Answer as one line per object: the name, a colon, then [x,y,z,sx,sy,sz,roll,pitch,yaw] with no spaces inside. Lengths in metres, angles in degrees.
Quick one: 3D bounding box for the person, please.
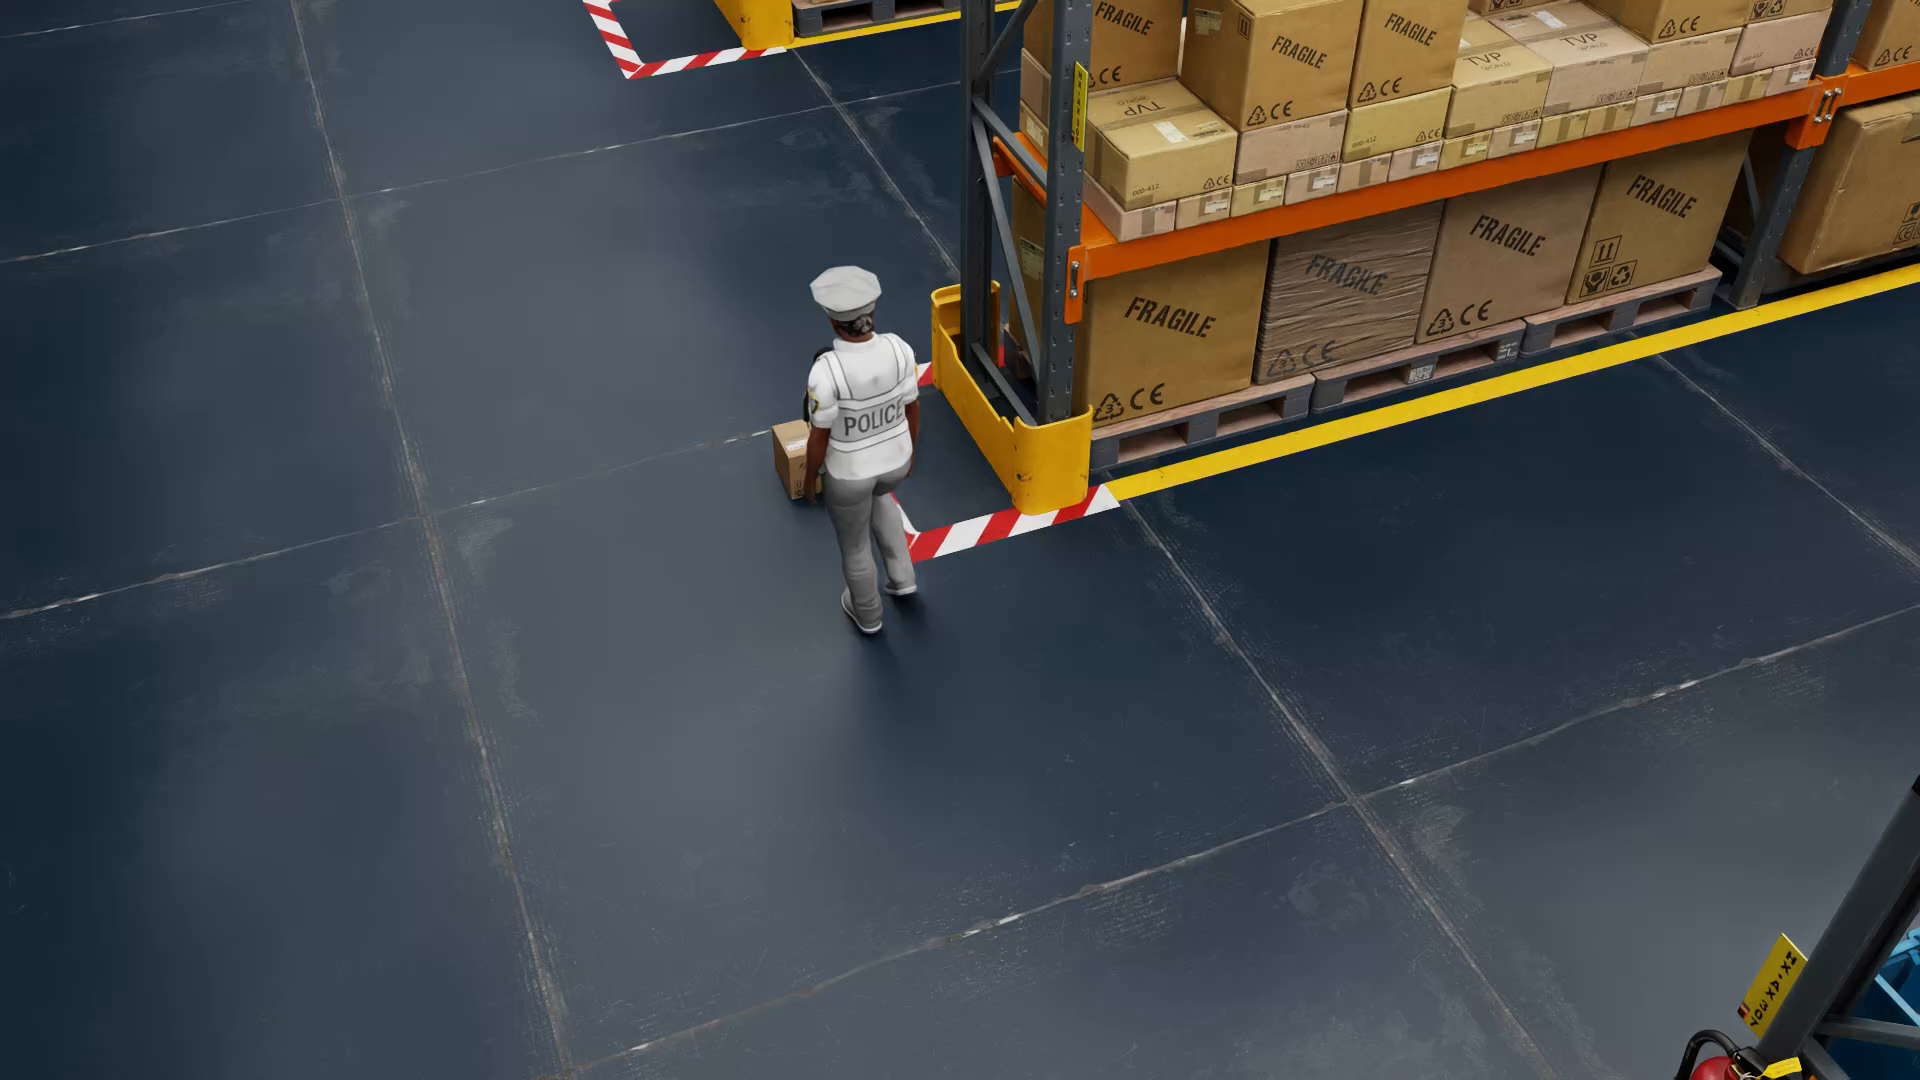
person: [-0.404,-0.315,6.508,0.473,1.677,0.430,-24,47,-24]
